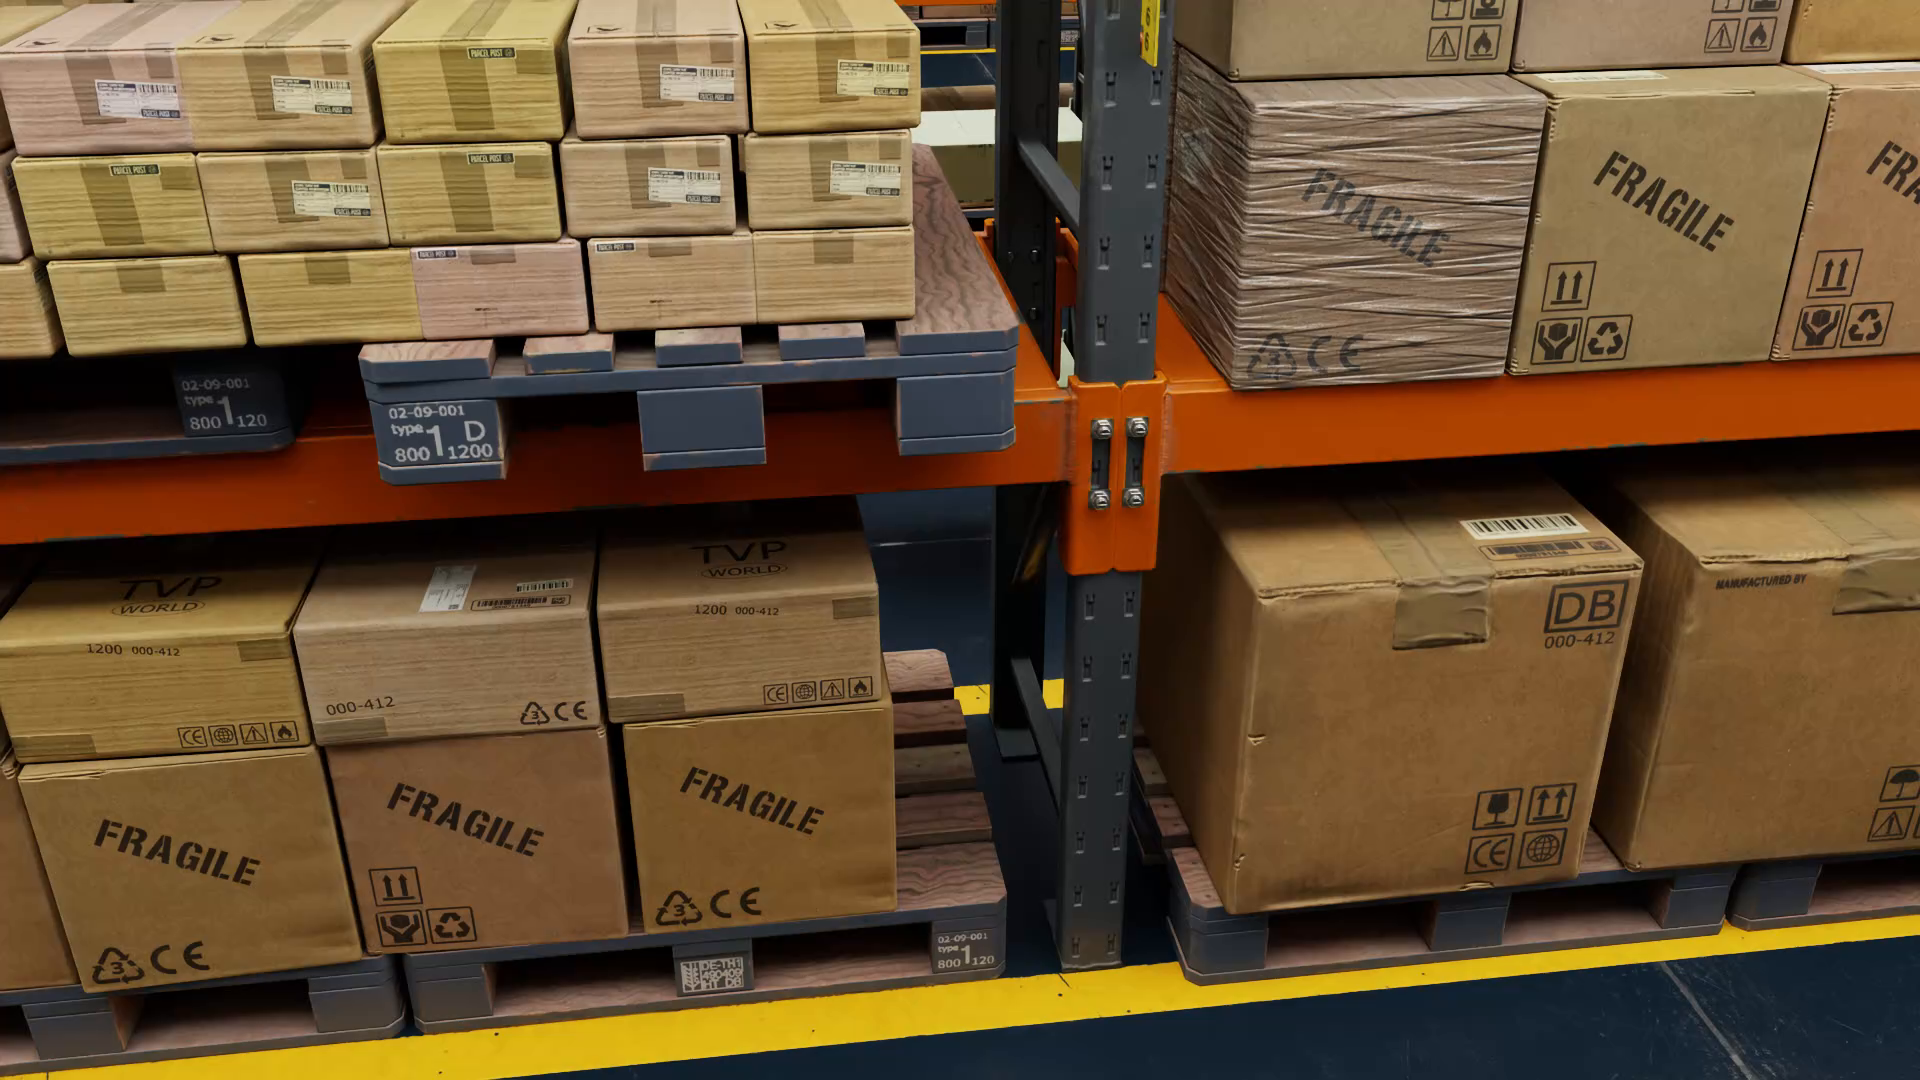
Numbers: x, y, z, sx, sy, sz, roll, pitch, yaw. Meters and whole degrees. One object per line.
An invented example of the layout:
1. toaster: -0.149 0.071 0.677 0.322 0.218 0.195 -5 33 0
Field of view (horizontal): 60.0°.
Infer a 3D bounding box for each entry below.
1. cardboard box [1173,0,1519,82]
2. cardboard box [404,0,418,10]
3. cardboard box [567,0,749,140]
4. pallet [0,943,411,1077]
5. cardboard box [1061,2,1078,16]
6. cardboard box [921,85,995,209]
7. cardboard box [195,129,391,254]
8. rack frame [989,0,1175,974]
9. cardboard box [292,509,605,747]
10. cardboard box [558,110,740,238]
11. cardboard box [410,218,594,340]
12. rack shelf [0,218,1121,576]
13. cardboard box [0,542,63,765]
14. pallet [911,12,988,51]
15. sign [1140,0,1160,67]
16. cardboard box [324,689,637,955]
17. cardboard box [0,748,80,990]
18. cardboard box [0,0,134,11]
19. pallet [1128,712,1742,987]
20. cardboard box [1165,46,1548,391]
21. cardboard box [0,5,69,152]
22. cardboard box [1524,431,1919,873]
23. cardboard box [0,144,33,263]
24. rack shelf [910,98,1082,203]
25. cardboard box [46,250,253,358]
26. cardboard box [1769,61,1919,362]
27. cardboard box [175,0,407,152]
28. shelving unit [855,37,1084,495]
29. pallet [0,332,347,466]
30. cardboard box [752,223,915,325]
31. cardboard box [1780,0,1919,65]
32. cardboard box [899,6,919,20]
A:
1. cardboard box: 0.653 -1.170 3.039 0.500 0.500 0.700 -4 27 -7
2. cardboard box: -1.049 -1.006 3.088 0.250 0.149 0.380 -5 28 -9
3. cardboard box: -0.463 -0.743 2.575 0.250 0.149 0.380 -4 27 -8
4. pallet: -1.772 0.710 3.636 1.213 0.211 1.003 -4 27 -7
5. cardboard box: 0.655 -4.383 12.648 0.625 0.625 0.875 -5 28 -9
6. cardboard box: -0.021 -1.937 8.157 0.625 0.372 0.950 -5 28 -11
7. cardboard box: -0.990 -0.575 2.574 0.250 0.149 0.380 -4 27 -7
8. rack frame: 0.207 -0.656 3.243 0.127 3.000 1.000 -4 27 -7
9. cardboard box: -0.932 0.134 3.159 0.500 0.250 0.500 -3 27 -6
10. cardboard box: -0.482 -0.609 2.640 0.250 0.149 0.380 -3 27 -5
11. cardboard box: -0.718 -0.461 2.677 0.250 0.149 0.380 -3 27 -6
12. rack shelf: -1.773 -0.209 3.160 4.000 0.370 1.077 -4 27 -7
13. cardboard box: -1.952 0.197 3.037 0.500 0.250 0.500 -3 27 -5
14. pallet: -0.457 -3.925 12.669 1.213 0.211 1.003 -4 27 -7
15. sign: 0.292 -0.891 2.520 0.005 0.325 0.100 -4 27 -7
16. cardboard box: -0.922 0.460 3.345 0.500 0.500 0.500 -3 27 -5
17. cardboard box: -1.944 0.523 3.224 0.500 0.500 0.500 -3 27 -6
18. cardboard box: -1.579 -0.970 3.018 0.250 0.149 0.380 -3 27 -6
19. pallet: 0.999 0.568 3.911 1.213 0.211 1.003 -4 27 -7
20. cardboard box: 0.690 -0.607 3.038 0.500 0.500 0.500 -3 27 -7
21. cardboard box: -1.495 -0.676 2.446 0.250 0.149 0.380 -2 27 -5
22. cardboard box: 1.688 0.103 3.769 0.750 0.750 1.050 -3 27 -6
23. cardboard box: -1.495 -0.543 2.513 0.250 0.149 0.380 -3 27 -6
24. rack shelf: 0.007 -1.015 4.730 0.720 0.370 0.431 -4 27 -7
25. cardboard box: -1.231 -0.429 2.615 0.250 0.149 0.380 -5 28 -9
26. cardboard box: 1.692 -0.673 3.166 0.500 0.500 0.500 -4 27 -7
27. cardboard box: -0.986 -0.707 2.506 0.250 0.149 0.380 -3 27 -6
28. shelving unit: 0.007 -0.668 4.908 0.755 1.500 0.431 -4 27 -7
29. pallet: -1.747 -0.427 3.006 1.213 0.211 1.003 -4 27 -7
30. cardboard box: -0.217 -0.492 2.739 0.250 0.149 0.380 -3 27 -6
31. cardboard box: 1.662 -1.236 3.168 0.500 0.500 0.700 -4 27 -8
32. cardboard box: -0.658 -4.295 12.476 0.625 0.625 0.875 -3 27 -5
